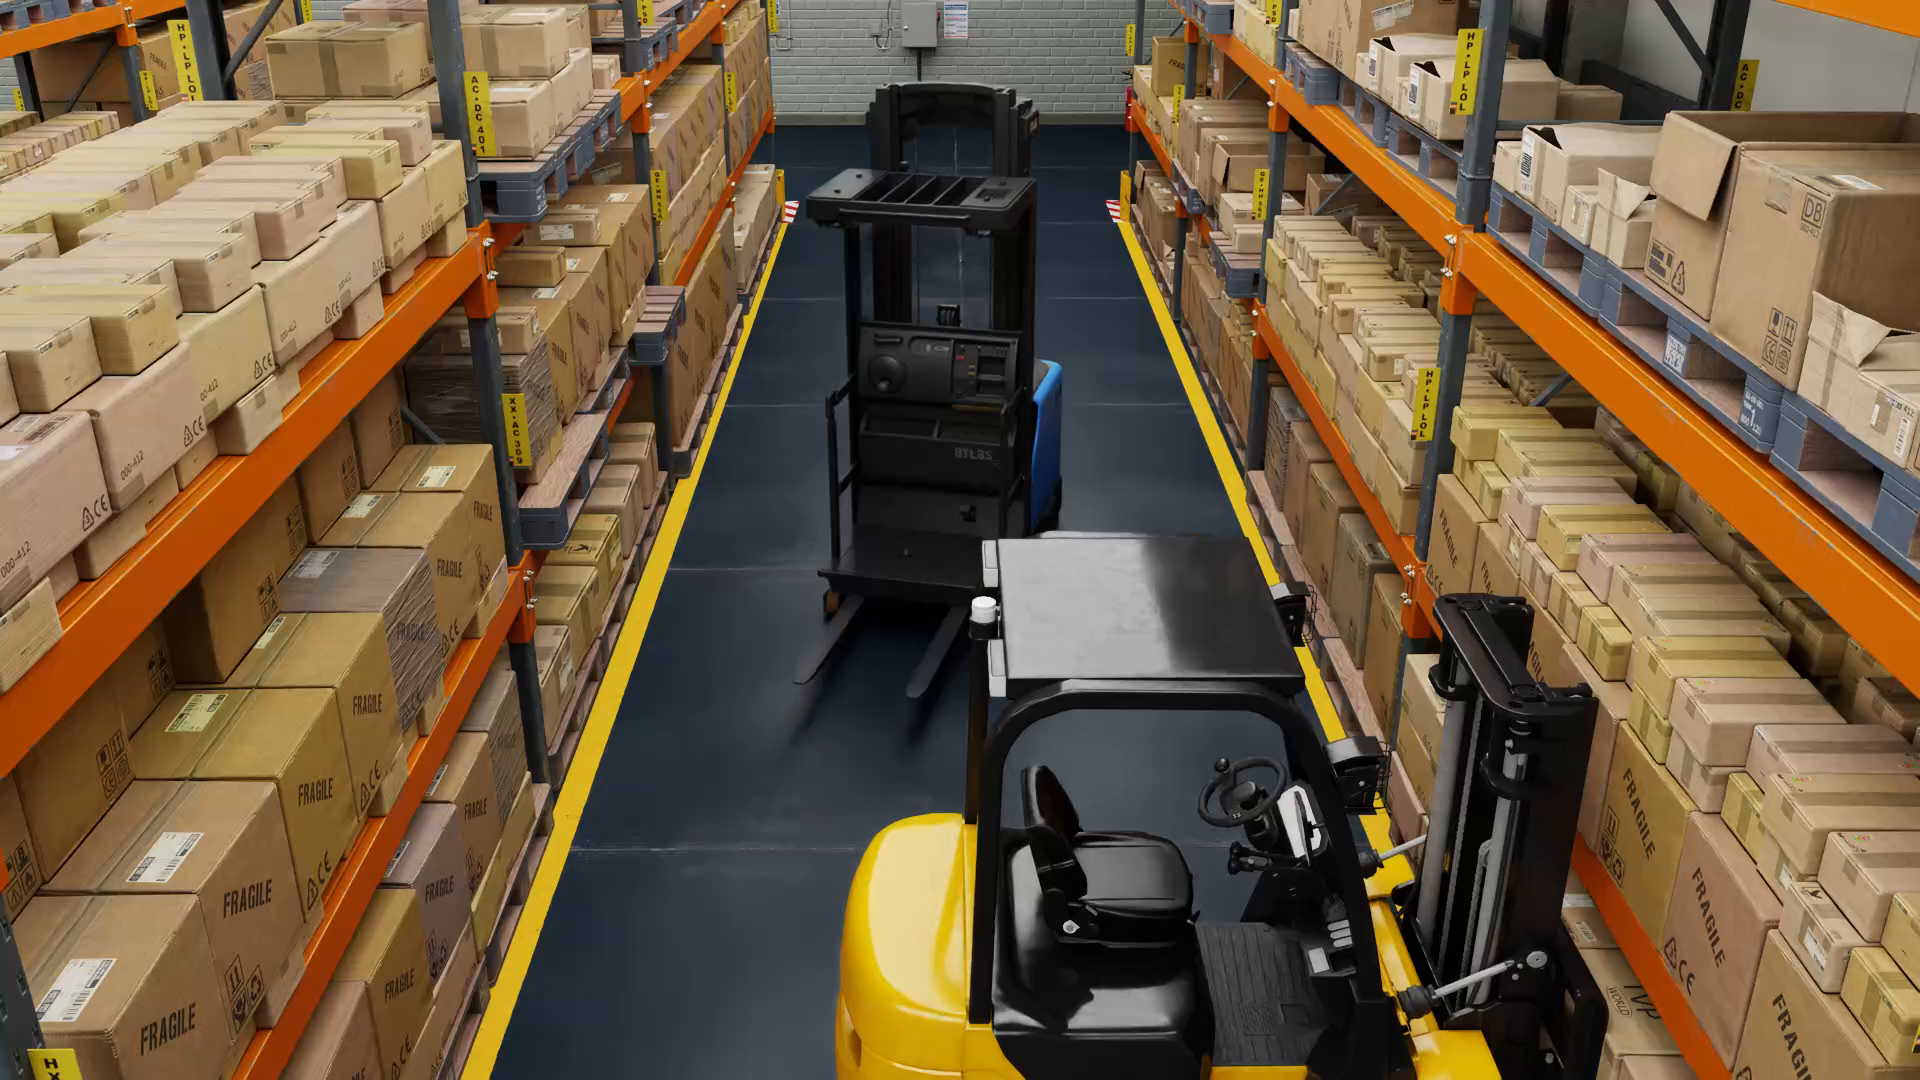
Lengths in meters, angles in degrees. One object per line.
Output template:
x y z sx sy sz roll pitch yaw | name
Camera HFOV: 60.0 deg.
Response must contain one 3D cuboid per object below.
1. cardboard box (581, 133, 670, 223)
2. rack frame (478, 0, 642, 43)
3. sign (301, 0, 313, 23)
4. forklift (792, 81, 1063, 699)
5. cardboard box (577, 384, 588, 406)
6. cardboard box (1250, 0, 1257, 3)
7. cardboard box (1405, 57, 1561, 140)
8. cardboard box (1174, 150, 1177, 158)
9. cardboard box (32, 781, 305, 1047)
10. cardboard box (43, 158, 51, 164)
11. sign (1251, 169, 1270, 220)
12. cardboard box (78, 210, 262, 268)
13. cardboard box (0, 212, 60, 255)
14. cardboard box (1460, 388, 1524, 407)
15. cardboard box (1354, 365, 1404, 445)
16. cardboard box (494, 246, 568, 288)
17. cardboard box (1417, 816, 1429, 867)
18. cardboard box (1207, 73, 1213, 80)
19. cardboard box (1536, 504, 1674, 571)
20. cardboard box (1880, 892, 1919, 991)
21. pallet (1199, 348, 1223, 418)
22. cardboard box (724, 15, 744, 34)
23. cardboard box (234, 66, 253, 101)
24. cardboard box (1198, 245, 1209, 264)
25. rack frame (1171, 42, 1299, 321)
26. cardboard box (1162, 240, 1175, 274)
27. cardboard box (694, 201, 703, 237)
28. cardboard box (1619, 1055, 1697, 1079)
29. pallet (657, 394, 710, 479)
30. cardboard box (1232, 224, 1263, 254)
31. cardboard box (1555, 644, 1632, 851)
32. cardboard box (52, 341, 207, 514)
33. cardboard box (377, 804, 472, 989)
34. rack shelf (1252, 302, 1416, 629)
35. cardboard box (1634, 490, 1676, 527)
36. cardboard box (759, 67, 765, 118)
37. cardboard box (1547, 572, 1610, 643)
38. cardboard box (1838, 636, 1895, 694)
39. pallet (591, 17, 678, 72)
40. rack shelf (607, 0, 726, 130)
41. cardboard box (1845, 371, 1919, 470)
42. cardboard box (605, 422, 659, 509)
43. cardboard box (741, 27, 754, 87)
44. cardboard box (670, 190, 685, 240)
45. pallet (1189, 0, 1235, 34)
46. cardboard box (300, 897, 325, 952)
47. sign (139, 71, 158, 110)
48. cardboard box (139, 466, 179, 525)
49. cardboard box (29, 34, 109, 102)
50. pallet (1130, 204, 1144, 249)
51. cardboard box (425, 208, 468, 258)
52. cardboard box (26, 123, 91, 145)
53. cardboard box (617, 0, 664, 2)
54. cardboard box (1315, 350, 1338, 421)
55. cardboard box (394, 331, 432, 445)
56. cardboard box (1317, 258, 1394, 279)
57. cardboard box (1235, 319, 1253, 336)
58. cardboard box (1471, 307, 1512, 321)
-2.241 -2.422 11.130 0.500 0.500 0.500 -1 24 -2 | cardboard box
-2.480 -4.450 9.669 1.000 3.000 0.127 0 24 -1 | rack frame
-6.961 -5.615 17.736 0.100 0.325 0.005 0 24 -1 | sign
-0.177 -0.969 9.336 1.130 2.935 3.031 6 25 13 | forklift
-2.162 -0.802 8.678 0.380 0.149 0.250 0 24 0 | cardboard box
2.251 -3.896 11.782 0.380 0.149 0.250 0 24 1 | cardboard box
2.275 -1.952 7.264 0.500 0.311 0.500 -1 24 -2 | cardboard box
2.159 -3.512 15.179 0.380 0.149 0.250 0 24 1 | cardboard box
-2.129 0.989 4.441 0.500 0.500 0.500 0 24 1 | cardboard box
-7.258 -2.919 12.999 0.380 0.149 0.250 -1 24 -3 | cardboard box
1.941 -2.225 10.722 0.100 0.325 0.005 0 24 -1 | sign
-2.178 -0.810 4.598 0.380 0.149 0.250 0 24 1 | cardboard box
-2.742 -0.805 4.588 0.380 0.149 0.250 0 24 1 | cardboard box
2.301 -0.573 7.468 0.380 0.149 0.250 1 24 1 | cardboard box
2.253 -0.665 8.155 0.500 0.250 0.500 -1 24 -2 | cardboard box
-2.203 -1.379 8.379 0.380 0.149 0.250 1 24 2 | cardboard box
2.222 1.379 6.887 0.500 0.250 0.500 -1 24 -2 | cardboard box
2.671 -4.703 17.330 0.500 0.250 0.500 0 24 0 | cardboard box
2.269 -0.010 5.863 0.380 0.149 0.250 -1 24 -1 | cardboard box
2.356 0.933 3.778 0.380 0.149 0.250 0 24 0 | cardboard box
2.503 -1.279 13.322 1.003 0.211 1.213 0 24 -1 | pallet
-2.265 -4.920 15.867 0.380 0.149 0.250 0 24 0 | cardboard box
-7.243 -4.319 16.178 0.500 0.500 0.500 1 24 2 | cardboard box
2.258 -2.474 14.316 0.380 0.149 0.250 -1 24 -2 | cardboard box
2.440 -3.389 14.602 1.000 3.000 0.127 0 24 -1 | rack frame
2.136 -2.710 15.909 0.396 0.266 0.258 1 24 1 | cardboard box
-2.266 -2.482 12.780 0.500 0.250 0.500 0 24 -1 | cardboard box
2.242 1.763 4.825 0.500 0.250 0.500 0 24 0 | cardboard box
-2.413 -0.771 12.199 1.003 0.211 1.213 0 24 -1 | pallet
2.092 -2.086 11.518 0.380 0.149 0.250 0 24 0 | cardboard box
2.284 0.677 5.492 0.500 0.500 0.500 0 24 0 | cardboard box
-2.128 -0.270 3.888 0.500 0.250 0.500 -1 24 -1 | cardboard box
-2.148 1.314 6.122 0.500 0.500 0.500 1 24 2 | cardboard box
2.505 -0.588 9.284 1.077 0.370 4.000 0 24 -1 | rack shelf
2.819 -0.090 6.400 0.380 0.149 0.250 0 24 1 | cardboard box
-2.307 -4.654 17.279 0.500 0.500 0.500 -1 24 -2 | cardboard box
2.253 0.227 5.700 0.380 0.149 0.250 -1 24 -2 | cardboard box
2.874 0.404 4.946 0.380 0.149 0.250 -1 24 -2 | cardboard box
-2.540 -3.262 10.912 1.213 0.211 1.003 1 24 2 | pallet
-2.502 -3.580 12.257 1.077 0.370 4.000 0 24 -1 | rack shelf
2.258 -0.273 3.748 0.380 0.149 0.250 -1 24 -2 | cardboard box
-2.484 -0.478 10.845 0.950 0.372 0.625 -2 24 -4 | cardboard box
-2.283 -4.690 16.146 0.500 0.500 0.500 0 24 -1 | cardboard box
-2.243 -2.299 11.768 0.500 0.250 0.500 0 24 1 | cardboard box
2.391 -3.973 12.483 1.213 0.211 1.003 0 24 -1 | pallet
-2.121 1.129 4.919 0.380 0.149 0.250 0 24 1 | cardboard box
-6.917 -3.832 14.178 0.100 0.325 0.005 0 24 -1 | sign
-2.160 -0.129 4.061 0.380 0.149 0.250 0 24 -1 | cardboard box
-7.748 -4.130 14.546 0.500 0.500 0.500 -1 24 -2 | cardboard box
2.406 -3.406 18.026 1.003 0.211 1.213 0 24 -1 | pallet
-2.127 -1.192 6.410 0.380 0.149 0.250 0 24 0 | cardboard box
-7.268 -3.267 13.407 0.380 0.149 0.250 -1 24 -2 | cardboard box
-2.353 -4.038 12.172 0.380 0.166 0.250 2 24 4 | cardboard box
2.261 -0.855 9.182 0.500 0.250 0.500 1 24 1 | cardboard box
-2.671 -0.630 7.511 0.500 0.500 0.500 -1 24 -2 | cardboard box
2.273 -1.522 9.567 0.380 0.149 0.250 0 24 0 | cardboard box
2.232 -1.512 12.189 0.380 0.149 0.250 -1 24 -2 | cardboard box
2.777 -1.105 8.644 0.380 0.149 0.250 0 24 -1 | cardboard box
